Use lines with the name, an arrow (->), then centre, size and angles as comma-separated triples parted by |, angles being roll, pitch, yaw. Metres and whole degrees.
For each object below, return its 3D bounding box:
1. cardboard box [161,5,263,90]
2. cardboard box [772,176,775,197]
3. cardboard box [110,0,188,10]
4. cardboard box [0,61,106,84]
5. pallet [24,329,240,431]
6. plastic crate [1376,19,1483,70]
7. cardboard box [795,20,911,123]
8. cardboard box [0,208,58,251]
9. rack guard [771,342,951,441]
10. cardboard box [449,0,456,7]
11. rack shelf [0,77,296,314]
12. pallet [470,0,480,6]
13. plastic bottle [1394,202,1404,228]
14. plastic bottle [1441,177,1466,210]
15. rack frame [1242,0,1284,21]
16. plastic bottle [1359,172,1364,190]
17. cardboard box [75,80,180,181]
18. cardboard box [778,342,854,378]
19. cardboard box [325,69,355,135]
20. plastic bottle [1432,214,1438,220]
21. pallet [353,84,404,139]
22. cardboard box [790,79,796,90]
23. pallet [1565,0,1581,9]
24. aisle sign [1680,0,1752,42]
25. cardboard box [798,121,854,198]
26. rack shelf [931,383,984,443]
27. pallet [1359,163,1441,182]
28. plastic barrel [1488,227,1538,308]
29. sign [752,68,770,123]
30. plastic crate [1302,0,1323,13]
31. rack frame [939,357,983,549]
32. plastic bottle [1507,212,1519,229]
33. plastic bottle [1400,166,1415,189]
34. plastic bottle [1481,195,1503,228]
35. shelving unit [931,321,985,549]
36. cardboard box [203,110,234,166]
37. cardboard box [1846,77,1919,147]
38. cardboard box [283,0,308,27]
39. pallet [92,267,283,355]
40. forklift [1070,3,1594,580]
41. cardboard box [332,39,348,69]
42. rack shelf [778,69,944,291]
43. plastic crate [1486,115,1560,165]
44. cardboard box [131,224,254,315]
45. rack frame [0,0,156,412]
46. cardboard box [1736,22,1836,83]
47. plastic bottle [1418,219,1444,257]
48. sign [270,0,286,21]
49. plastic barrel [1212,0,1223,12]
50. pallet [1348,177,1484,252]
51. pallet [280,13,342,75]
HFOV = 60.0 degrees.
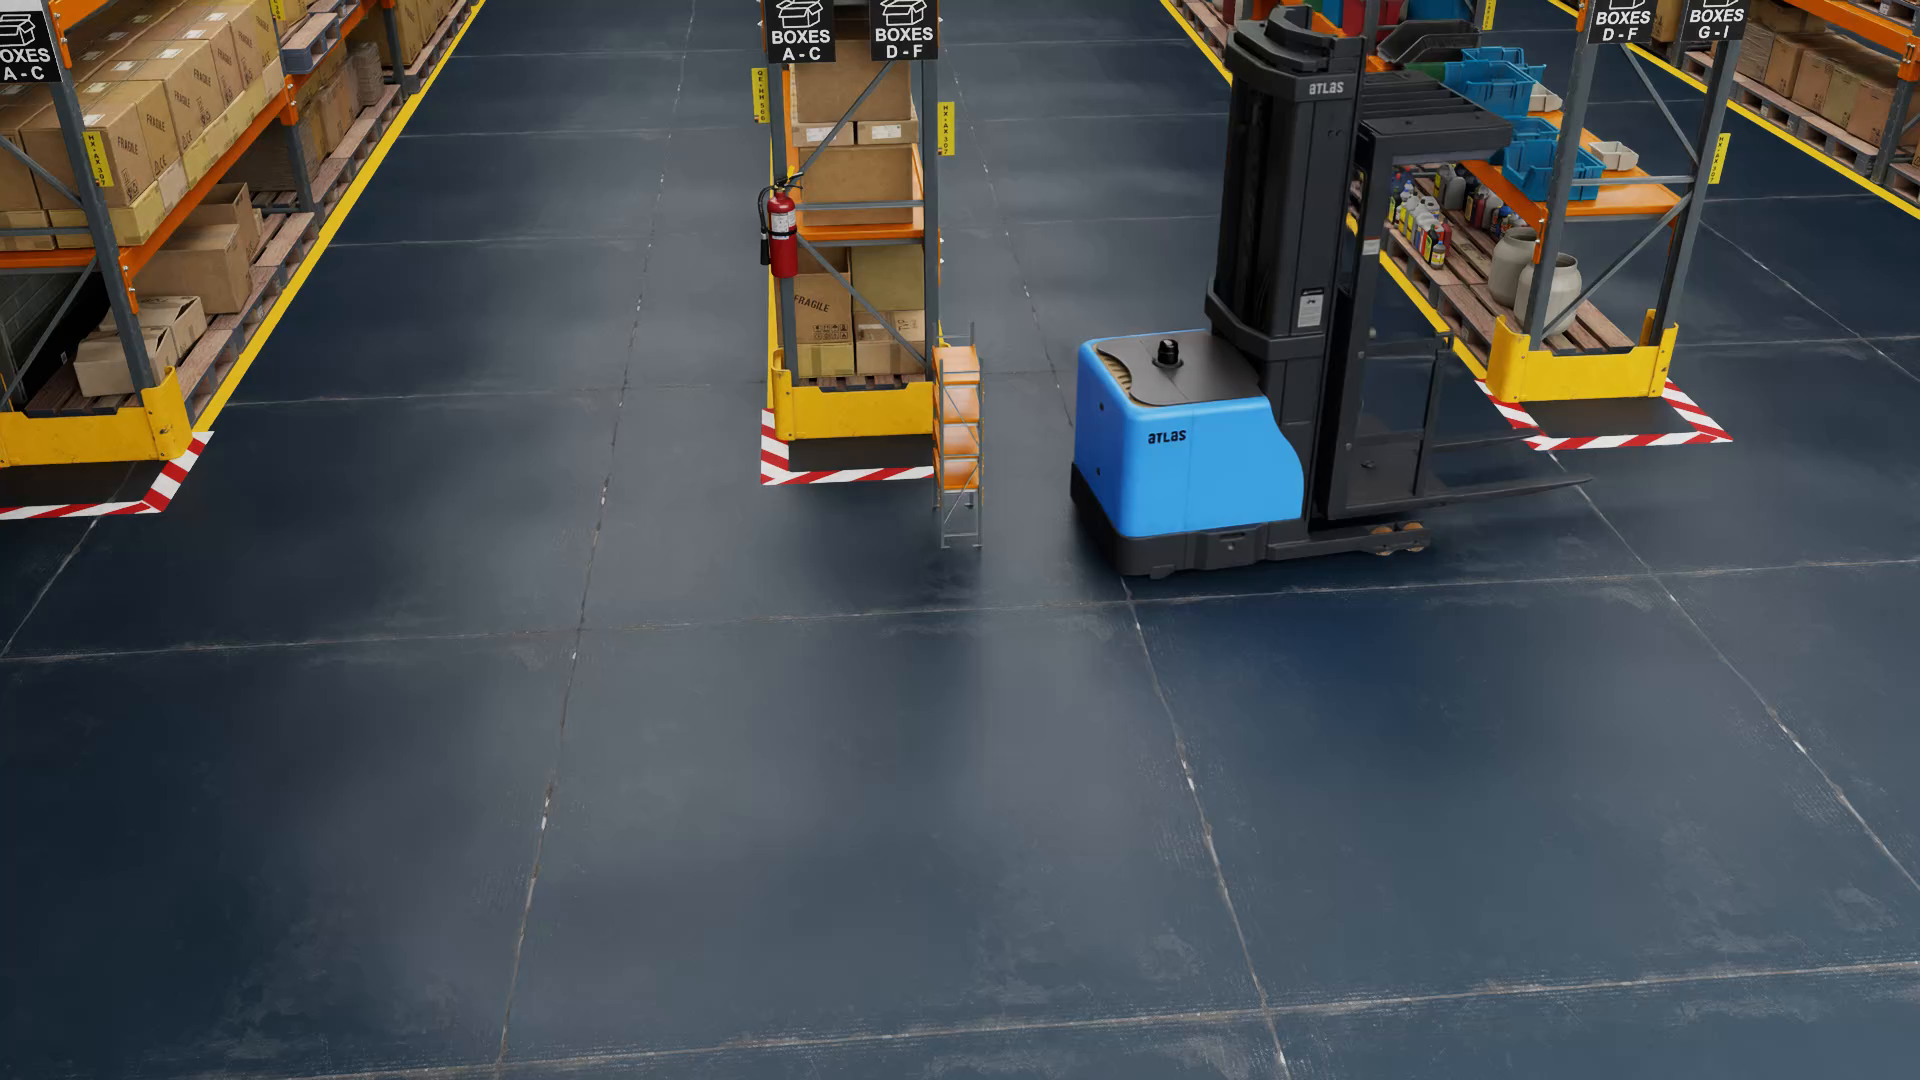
cardboard box -> -5.538, -3.649, 12.330 | 0.500, 0.500, 0.500 | -3, 31, -5
cardboard box -> -1.137, -2.408, 12.396 | 0.500, 0.500, 0.500 | -3, 31, -5
cardboard box -> -6.107, -3.880, 12.717 | 0.500, 0.500, 0.500 | -3, 31, -6
cardboard box -> -5.915, -2.840, 10.975 | 0.500, 0.500, 0.500 | -4, 31, -6
pallet -> -5.617, -1.080, 11.353 | 1.003, 0.211, 1.213 | -3, 31, -5
plastic crate -> 3.843, -4.039, 13.647 | 0.767, 0.338, 0.504 | -3, 31, -5
cardboard box -> -0.673, -2.927, 10.363 | 0.700, 0.500, 0.500 | -3, 31, -4
cardboard box -> -5.806, -1.996, 10.293 | 0.500, 0.250, 0.500 | -2, 31, -4
rack guard -> -0.635, -0.976, 10.896 | 1.175, 0.500, 0.348 | -3, 31, -5
cardboard box -> -6.500, -6.880, 20.031 | 0.750, 0.750, 0.750 | -2, 31, -4
rack shelf -> -5.756, -2.534, 11.769 | 1.077, 0.370, 4.000 | -3, 31, -5
pallet -> -6.683, -7.143, 21.504 | 1.003, 0.211, 1.213 | -3, 31, -5
plastic bottle -> 3.604, -2.652, 13.565 | 0.097, 0.201, 0.097 | 0, 31, 0
plastic bottle -> 4.141, -2.926, 13.950 | 0.152, 0.276, 0.135 | -3, 31, -5
rack frame -> 3.547, -6.381, 17.508 | 1.000, 3.000, 0.127 | -3, 31, -5
plastic bottle -> 3.514, -3.173, 14.368 | 0.097, 0.271, 0.097 | 0, 31, 0
cardboard box -> -5.351, -2.599, 10.572 | 0.500, 0.500, 0.500 | -3, 31, -4
cardboard box -> -0.982, -1.321, 11.308 | 0.500, 0.250, 0.500 | -3, 31, -5
cardboard box -> -6.190, -4.136, 15.758 | 0.700, 0.500, 0.500 | -3, 31, -5
plastic bottle -> 3.774, -2.514, 13.334 | 0.097, 0.201, 0.097 | 0, 31, 0
pallet -> -6.245, -4.310, 16.760 | 1.003, 0.211, 1.213 | -3, 31, -5
cardboard box -> -0.934, -2.961, 11.053 | 0.380, 0.149, 0.250 | -2, 31, -4
pallet -> 8.252, -7.073, 21.386 | 1.003, 0.211, 1.213 | -3, 31, -5
aisle sign -> 4.593, -3.390, 9.965 | 0.394, 0.787, 0.004 | -3, 31, -5
cardboard box -> -0.722, -2.611, 11.099 | 0.700, 0.500, 0.500 | -2, 31, -3
rack shelf -> -0.015, -0.734, 9.504 | 0.258, 0.148, 0.480 | -3, 31, -5
pallet -> 3.809, -3.541, 15.472 | 1.003, 0.211, 1.213 | -3, 31, -5
plastic barrel -> 4.110, -1.997, 12.185 | 0.421, 0.512, 0.421 | 0, 31, 0
sign -> -1.179, -2.641, 9.887 | 0.100, 0.325, 0.005 | -3, 31, -5
plastic crate -> 3.477, -5.124, 15.609 | 0.450, 0.188, 0.662 | -3, 31, -5
rack frame -> 0.007, -0.475, 9.375 | 0.240, 1.200, 0.015 | -3, 31, -5
plastic bottle -> 4.394, -2.481, 13.210 | 0.097, 0.271, 0.097 | 0, 31, 0
plastic bottle -> 3.727, -2.965, 13.944 | 0.144, 0.351, 0.185 | -3, 31, -5
plastic bottle -> 4.327, -2.697, 13.568 | 0.152, 0.276, 0.135 | -2, 31, -4
shelving unit -> -0.015, -0.600, 9.584 | 0.258, 1.200, 0.503 | -3, 31, -5
cardboard box -> -5.448, -2.814, 11.662 | 0.500, 0.250, 0.500 | -2, 31, -4
cardboard box -> 8.816, -4.006, 15.541 | 0.700, 0.500, 0.500 | -5, 31, -8
cardboard box -> -6.002, -4.643, 14.072 | 0.700, 0.500, 0.500 | 0, 31, 1
pallet -> -5.728, -1.702, 12.393 | 1.003, 0.211, 1.213 | -3, 31, -5
forklift -> 2.240, -1.423, 9.275 | 3.031, 2.935, 1.130 | -7, 32, -11
cardboard box -> -6.207, -4.685, 15.946 | 0.500, 0.250, 0.500 | -2, 31, -4
rack shelf -> -0.824, -2.774, 12.170 | 1.077, 0.370, 4.000 | -3, 31, -5
plastic crate -> 3.895, -2.806, 11.667 | 0.499, 0.251, 0.408 | -3, 31, -5
cardboard box -> -5.616, -1.963, 12.120 | 0.700, 0.500, 0.500 | -5, 31, -8
rack frame -> -5.569, -1.822, 9.875 | 1.000, 3.000, 0.127 | -3, 31, -5
cardboard box -> 8.625, -5.110, 17.389 | 0.700, 0.500, 0.500 | -5, 31, -9
plastic bottle -> 3.690, -2.363, 13.008 | 0.152, 0.276, 0.135 | -3, 31, -4
sign -> -5.403, -4.266, 13.122 | 0.100, 0.325, 0.005 | -3, 31, -5
plastic barrel -> 3.237, -6.603, 19.896 | 0.421, 0.512, 0.421 | 0, 31, 0
pallet -> 3.942, -2.797, 14.227 | 1.003, 0.211, 1.213 | -3, 31, -5
pallet -> -5.869, -4.179, 14.008 | 1.003, 0.211, 1.213 | -3, 31, -5
